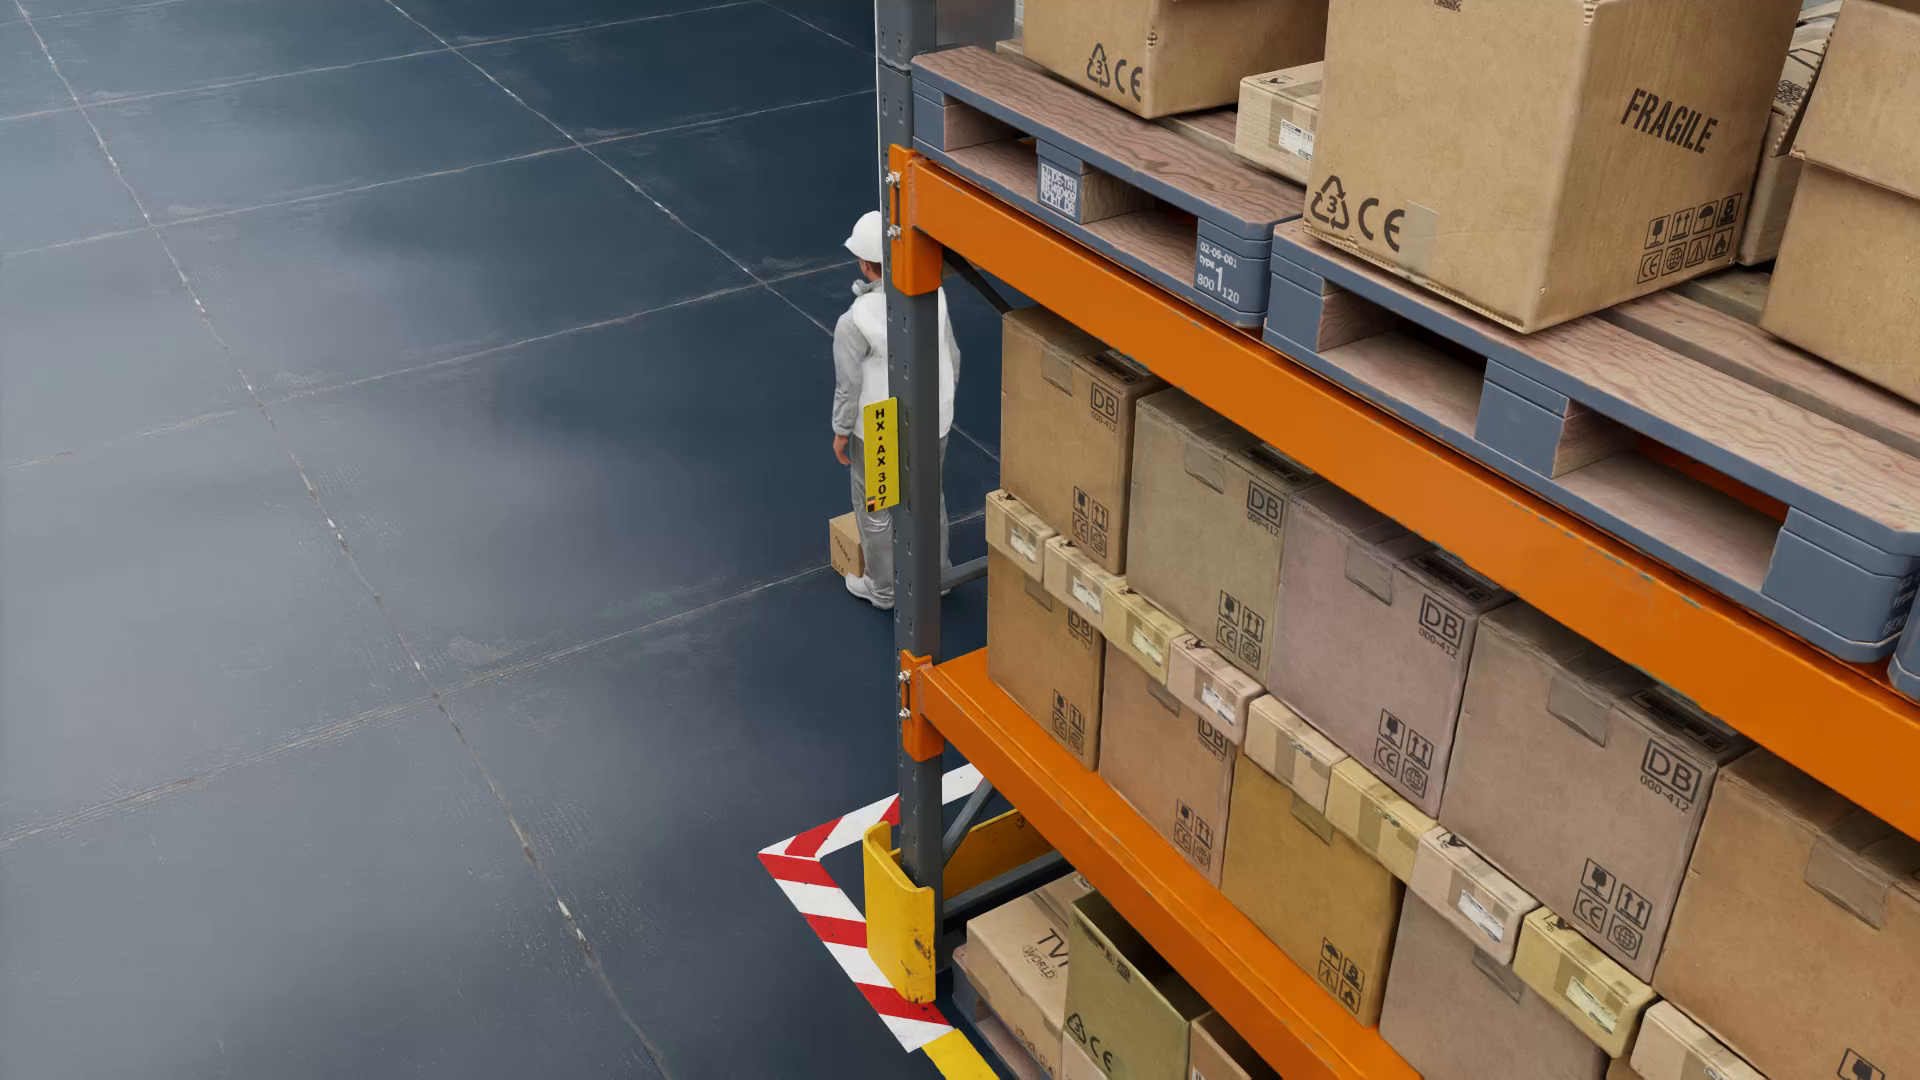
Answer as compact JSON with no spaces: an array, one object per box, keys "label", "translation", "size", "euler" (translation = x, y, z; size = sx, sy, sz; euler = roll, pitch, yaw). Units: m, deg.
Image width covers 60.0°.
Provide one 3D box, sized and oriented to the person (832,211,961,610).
[{"label":"person","translation":[-0.267,-0.499,6.899],"size":[0.581,1.771,0.464],"euler":[-19,37,-27]}]
